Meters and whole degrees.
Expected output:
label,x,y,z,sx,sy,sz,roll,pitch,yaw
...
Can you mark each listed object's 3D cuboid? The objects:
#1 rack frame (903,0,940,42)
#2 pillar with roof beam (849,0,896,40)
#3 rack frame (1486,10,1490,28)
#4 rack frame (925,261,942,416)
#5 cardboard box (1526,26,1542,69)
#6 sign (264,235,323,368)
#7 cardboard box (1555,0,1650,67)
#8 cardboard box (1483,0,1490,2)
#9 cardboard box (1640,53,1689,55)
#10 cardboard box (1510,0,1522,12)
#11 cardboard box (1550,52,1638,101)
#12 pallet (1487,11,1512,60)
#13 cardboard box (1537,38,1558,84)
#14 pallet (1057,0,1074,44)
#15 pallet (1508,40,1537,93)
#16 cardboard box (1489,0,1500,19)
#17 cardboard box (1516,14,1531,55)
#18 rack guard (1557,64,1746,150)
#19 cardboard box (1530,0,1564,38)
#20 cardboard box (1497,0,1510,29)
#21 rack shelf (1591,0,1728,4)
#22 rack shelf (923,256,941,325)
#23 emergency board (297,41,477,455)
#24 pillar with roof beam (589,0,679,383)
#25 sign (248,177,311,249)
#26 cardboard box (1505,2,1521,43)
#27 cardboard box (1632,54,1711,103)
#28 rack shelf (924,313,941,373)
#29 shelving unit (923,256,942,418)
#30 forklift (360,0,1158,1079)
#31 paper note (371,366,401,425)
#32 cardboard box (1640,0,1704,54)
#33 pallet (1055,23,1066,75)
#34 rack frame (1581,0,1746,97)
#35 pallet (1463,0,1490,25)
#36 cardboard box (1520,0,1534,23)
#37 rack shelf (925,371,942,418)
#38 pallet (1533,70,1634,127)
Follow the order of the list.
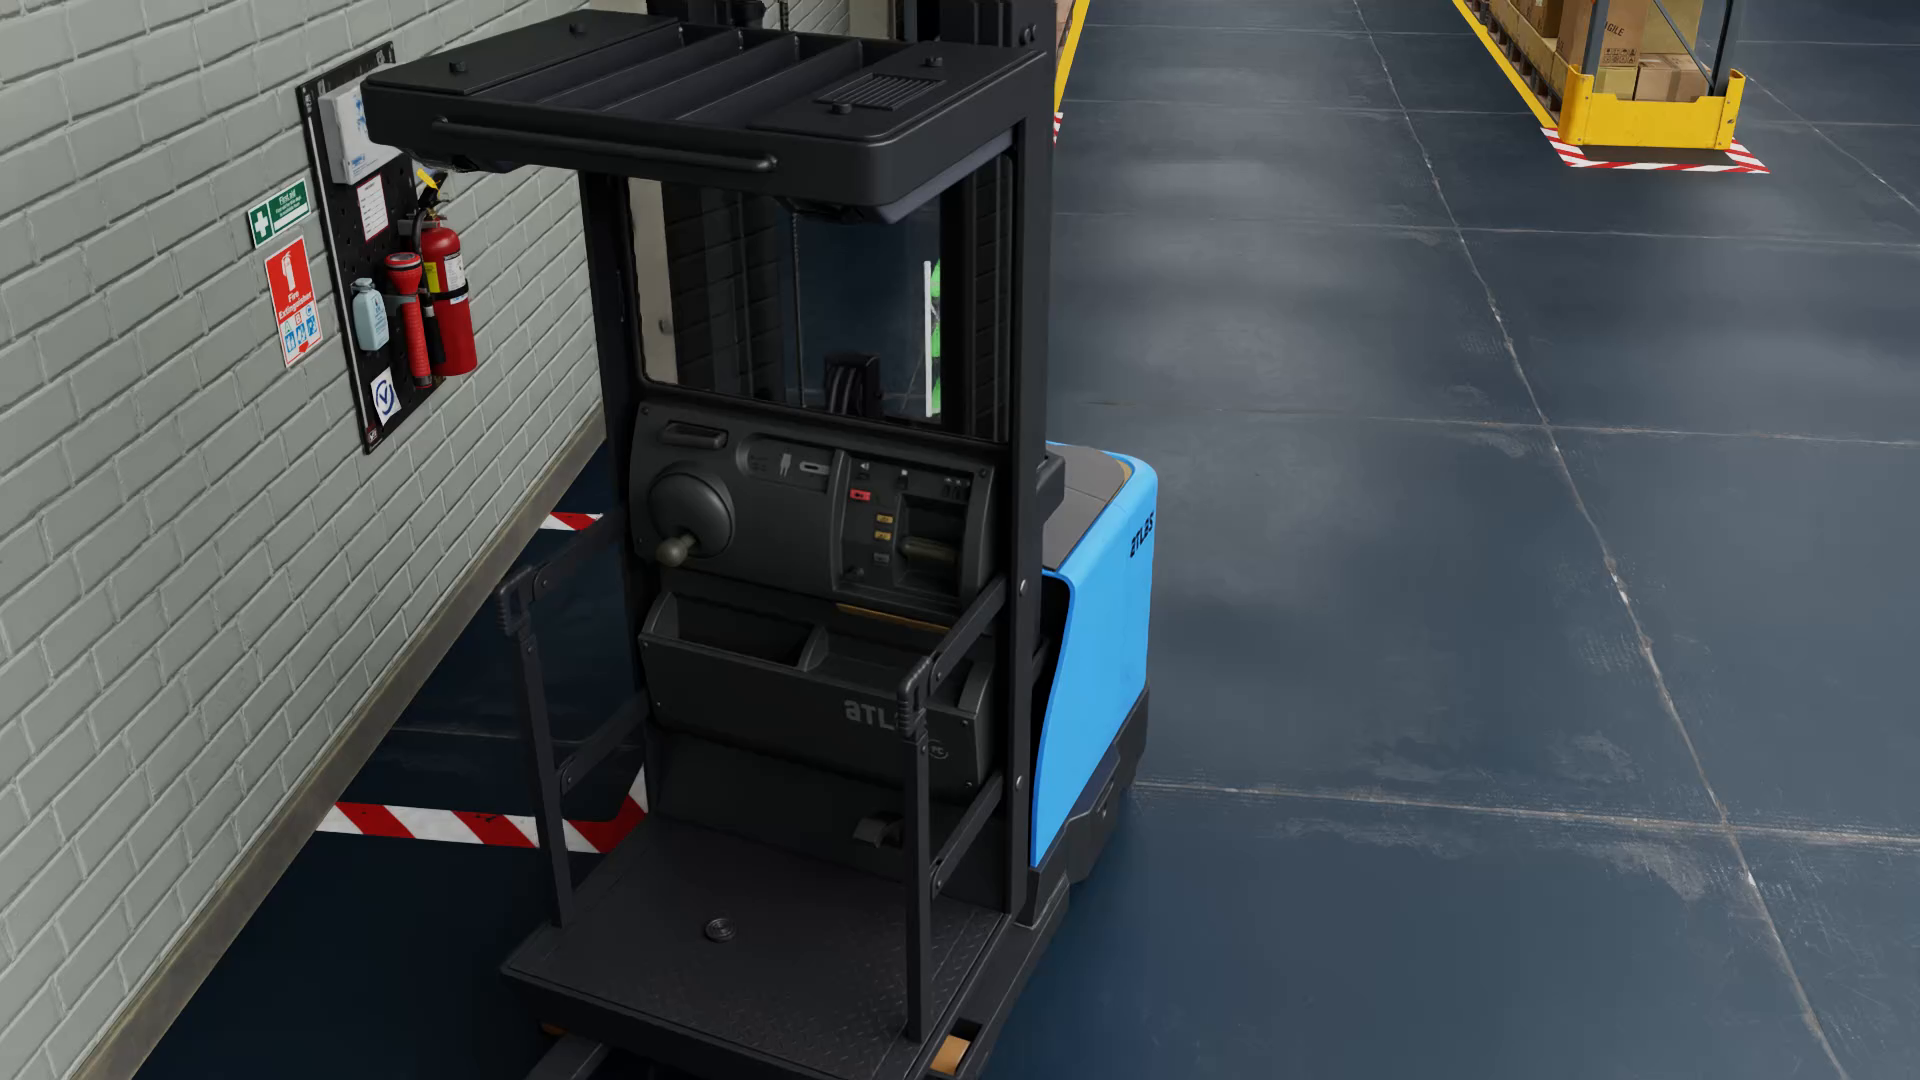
label,x,y,z,sx,sy,sz,roll,pitch,yaw
rack frame,0.082,-4.539,12.013,1.000,3.000,0.127,3,28,6
pillar with roof beam,3.582,-7.310,10.831,9.100,9.000,0.400,3,28,6
rack frame,5.489,-6.136,14.977,1.000,3.000,0.127,3,28,6
rack frame,-0.010,-0.491,6.397,0.240,1.200,0.015,3,28,6
cardboard box,4.880,-3.969,13.410,0.500,0.250,0.500,3,28,6
sign,-1.937,-0.695,4.840,0.001,0.329,0.234,3,28,6
cardboard box,4.769,-3.827,12.357,0.500,0.500,0.500,3,28,6
cardboard box,5.252,-5.322,15.923,0.500,0.250,0.500,3,28,6
cardboard box,5.343,-3.702,12.916,0.500,0.250,0.500,3,28,6
cardboard box,4.999,-4.770,14.106,0.500,0.500,0.500,3,28,6
cardboard box,4.771,-3.497,12.535,0.500,0.250,0.500,3,28,6
pallet,5.350,-4.536,14.948,1.003,0.211,1.213,3,28,6
cardboard box,4.821,-3.733,12.973,0.500,0.250,0.500,3,28,6
pallet,0.525,-4.876,15.579,1.003,0.211,1.213,3,28,6
pallet,5.203,-3.961,13.879,1.003,0.211,1.213,3,28,6
cardboard box,5.131,-4.910,15.157,0.500,0.250,0.500,3,28,6
cardboard box,4.943,-4.204,13.847,0.500,0.250,0.500,3,28,6
rack guard,4.996,-3.141,12.054,1.175,0.500,0.348,3,28,6
cardboard box,4.877,-4.299,13.232,0.500,0.500,0.500,3,28,6
cardboard box,5.065,-4.675,14.720,0.500,0.250,0.500,3,28,6
rack shelf,5.244,-4.878,13.400,1.077,0.370,4.000,3,28,6
rack shelf,0.020,-0.972,6.413,0.258,0.148,0.480,3,28,6
emergency board,-1.766,-0.934,5.320,0.194,1.169,0.643,3,28,6
pillar with roof beam,2.847,-4.486,5.588,9.100,9.000,0.400,3,28,6
sign,-1.927,-0.930,4.717,0.001,0.109,0.331,3,28,6
cardboard box,4.999,-4.439,14.284,0.500,0.250,0.500,3,28,6
cardboard box,5.285,-3.467,12.479,0.500,0.250,0.500,3,28,6
rack shelf,0.020,-0.761,6.527,0.258,0.148,0.480,3,28,6
shelving unit,0.020,-0.606,6.610,0.258,1.200,0.503,3,28,6
forklift,-0.445,-0.034,3.723,1.130,2.935,3.031,11,30,20
paper note,-1.857,-0.466,5.382,0.016,0.148,0.142,3,28,6
cardboard box,5.345,-4.033,12.738,0.500,0.500,0.500,3,28,6
pallet,0.378,-4.300,14.510,1.003,0.211,1.213,3,28,6
rack frame,4.999,-4.253,11.482,1.000,3.000,0.127,3,28,6
pallet,5.541,-5.257,16.286,1.003,0.211,1.213,3,28,6
cardboard box,4.940,-4.534,13.669,0.500,0.500,0.500,3,28,6
rack shelf,0.020,-0.550,6.640,0.258,0.148,0.480,3,28,6
pallet,5.051,-3.388,12.816,1.003,0.211,1.213,3,28,6
